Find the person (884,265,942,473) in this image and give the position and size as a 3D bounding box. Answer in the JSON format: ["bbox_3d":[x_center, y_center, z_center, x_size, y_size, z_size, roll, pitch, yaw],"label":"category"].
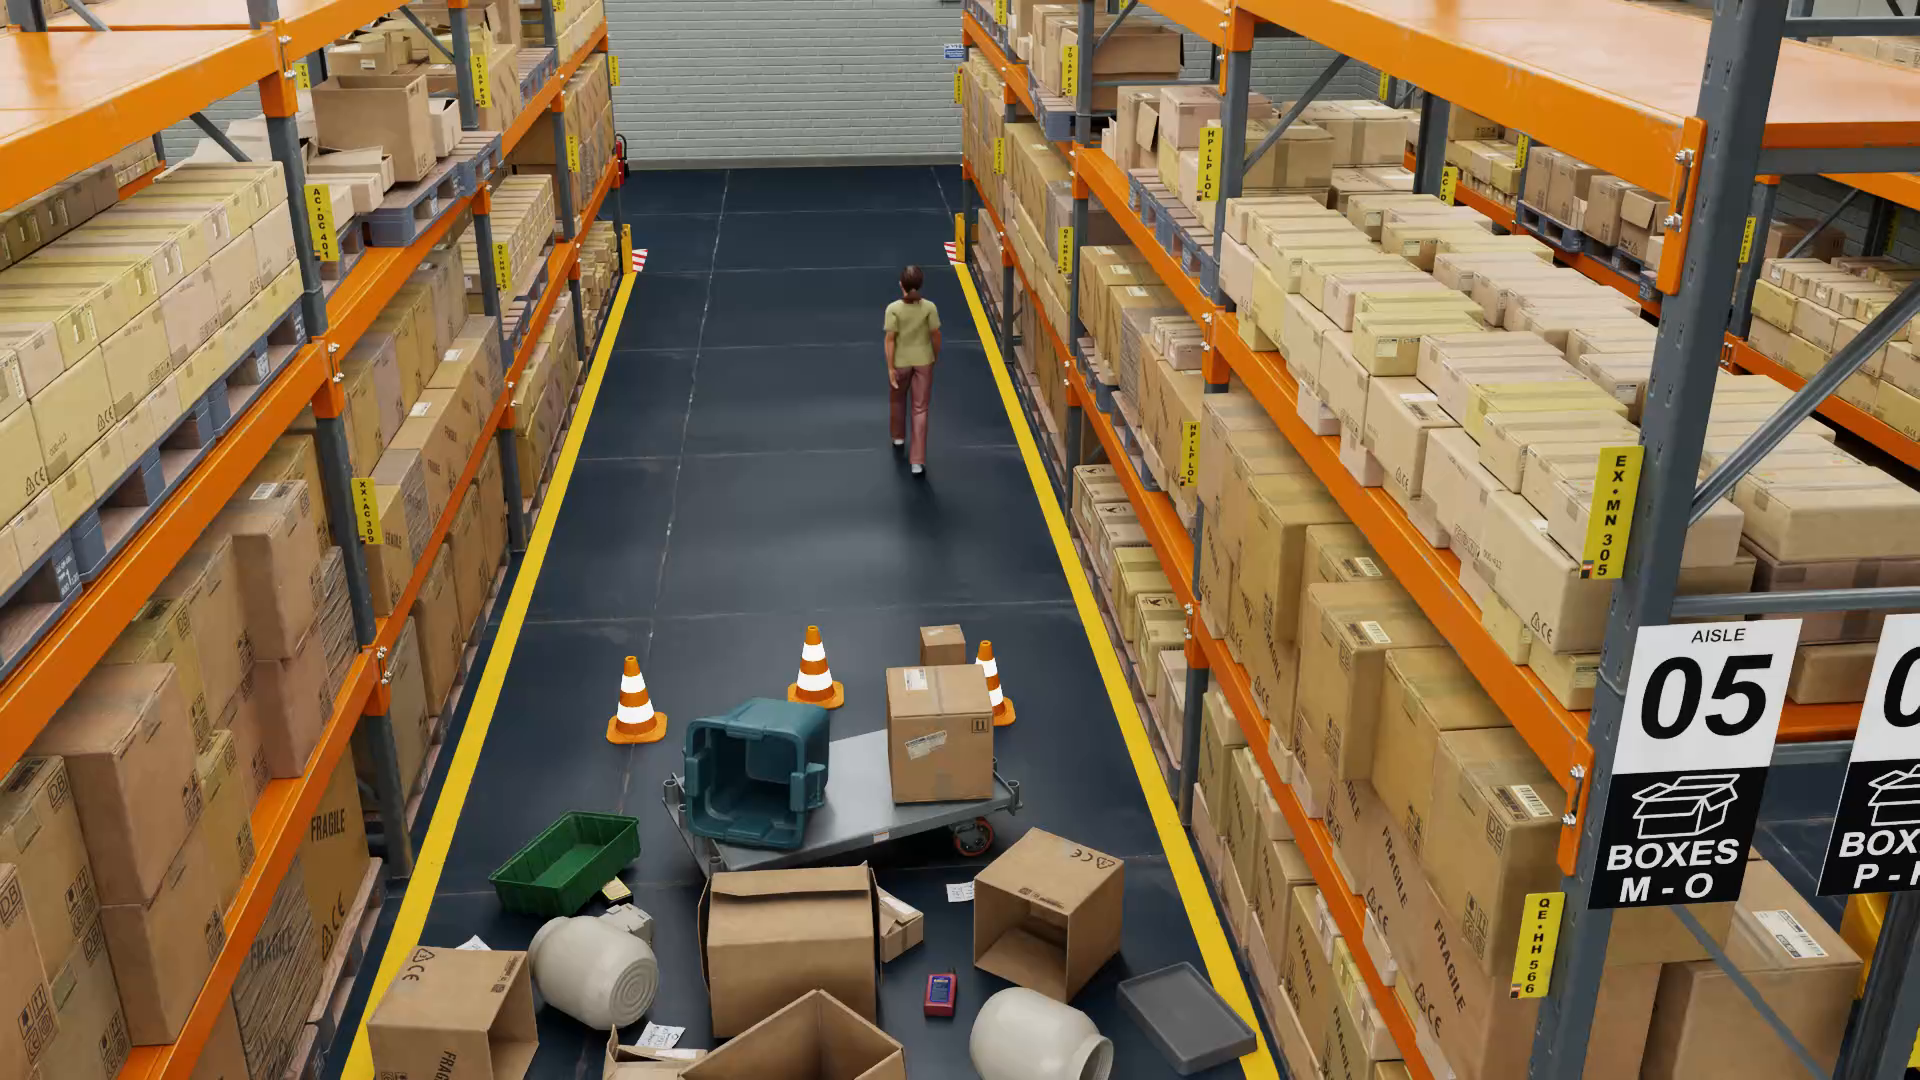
[{"bbox_3d":[-0.379,-1.445,13.354,0.459,1.616,0.969,-1,24,-3],"label":"person"}]
